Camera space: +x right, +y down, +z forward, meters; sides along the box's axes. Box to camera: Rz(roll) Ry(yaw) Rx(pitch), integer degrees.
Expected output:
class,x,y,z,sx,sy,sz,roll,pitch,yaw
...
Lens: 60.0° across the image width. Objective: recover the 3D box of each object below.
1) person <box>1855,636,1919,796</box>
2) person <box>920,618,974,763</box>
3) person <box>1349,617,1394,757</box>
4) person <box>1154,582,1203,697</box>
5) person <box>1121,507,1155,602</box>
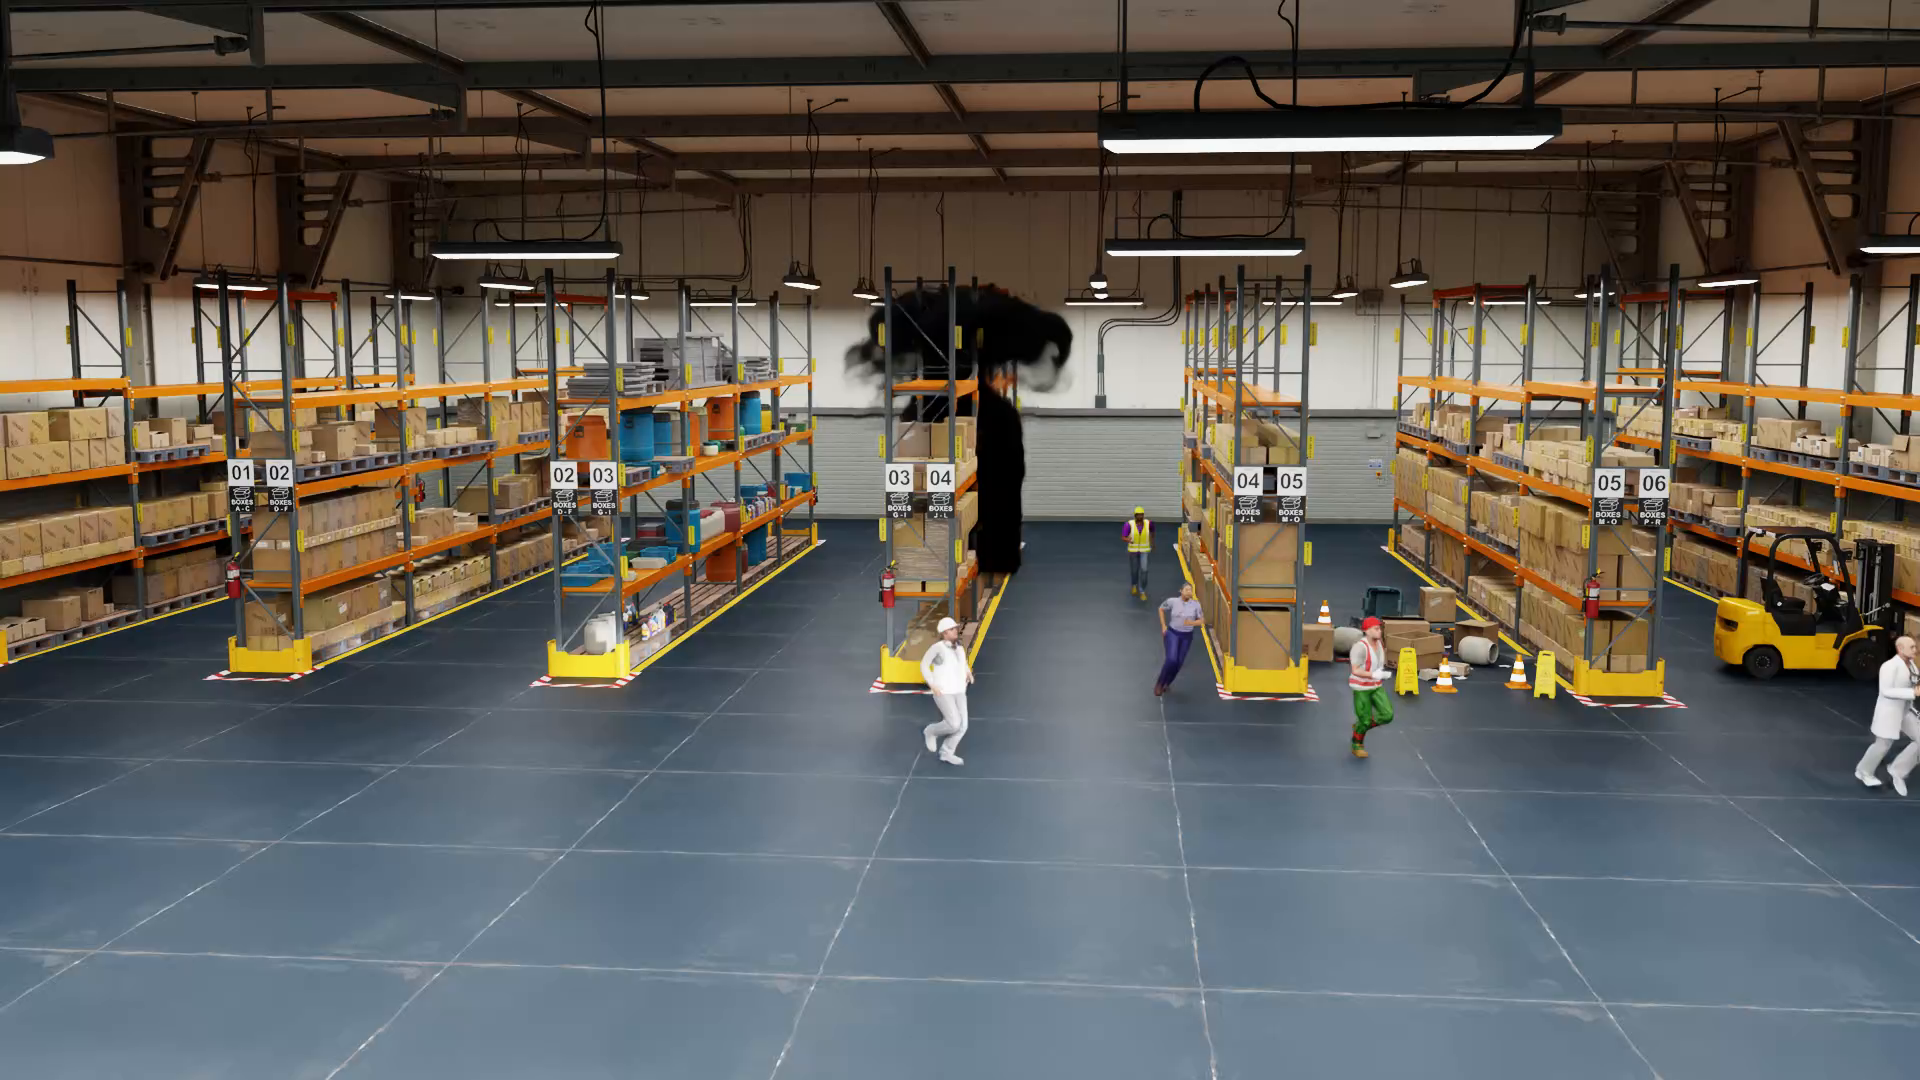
class,x,y,z,sx,sy,sz,roll,pitch,yaw
person,10.277,1.915,18.257,0.752,1.772,0.886,-3,8,-26
person,-0.126,1.776,19.604,0.553,1.732,0.706,7,10,44
person,4.887,1.755,19.672,0.707,1.728,0.657,-5,9,-36
person,3.052,1.380,23.401,0.713,1.602,0.678,-1,7,-9
person,3.420,0.242,31.943,0.640,1.796,0.890,1,7,6
